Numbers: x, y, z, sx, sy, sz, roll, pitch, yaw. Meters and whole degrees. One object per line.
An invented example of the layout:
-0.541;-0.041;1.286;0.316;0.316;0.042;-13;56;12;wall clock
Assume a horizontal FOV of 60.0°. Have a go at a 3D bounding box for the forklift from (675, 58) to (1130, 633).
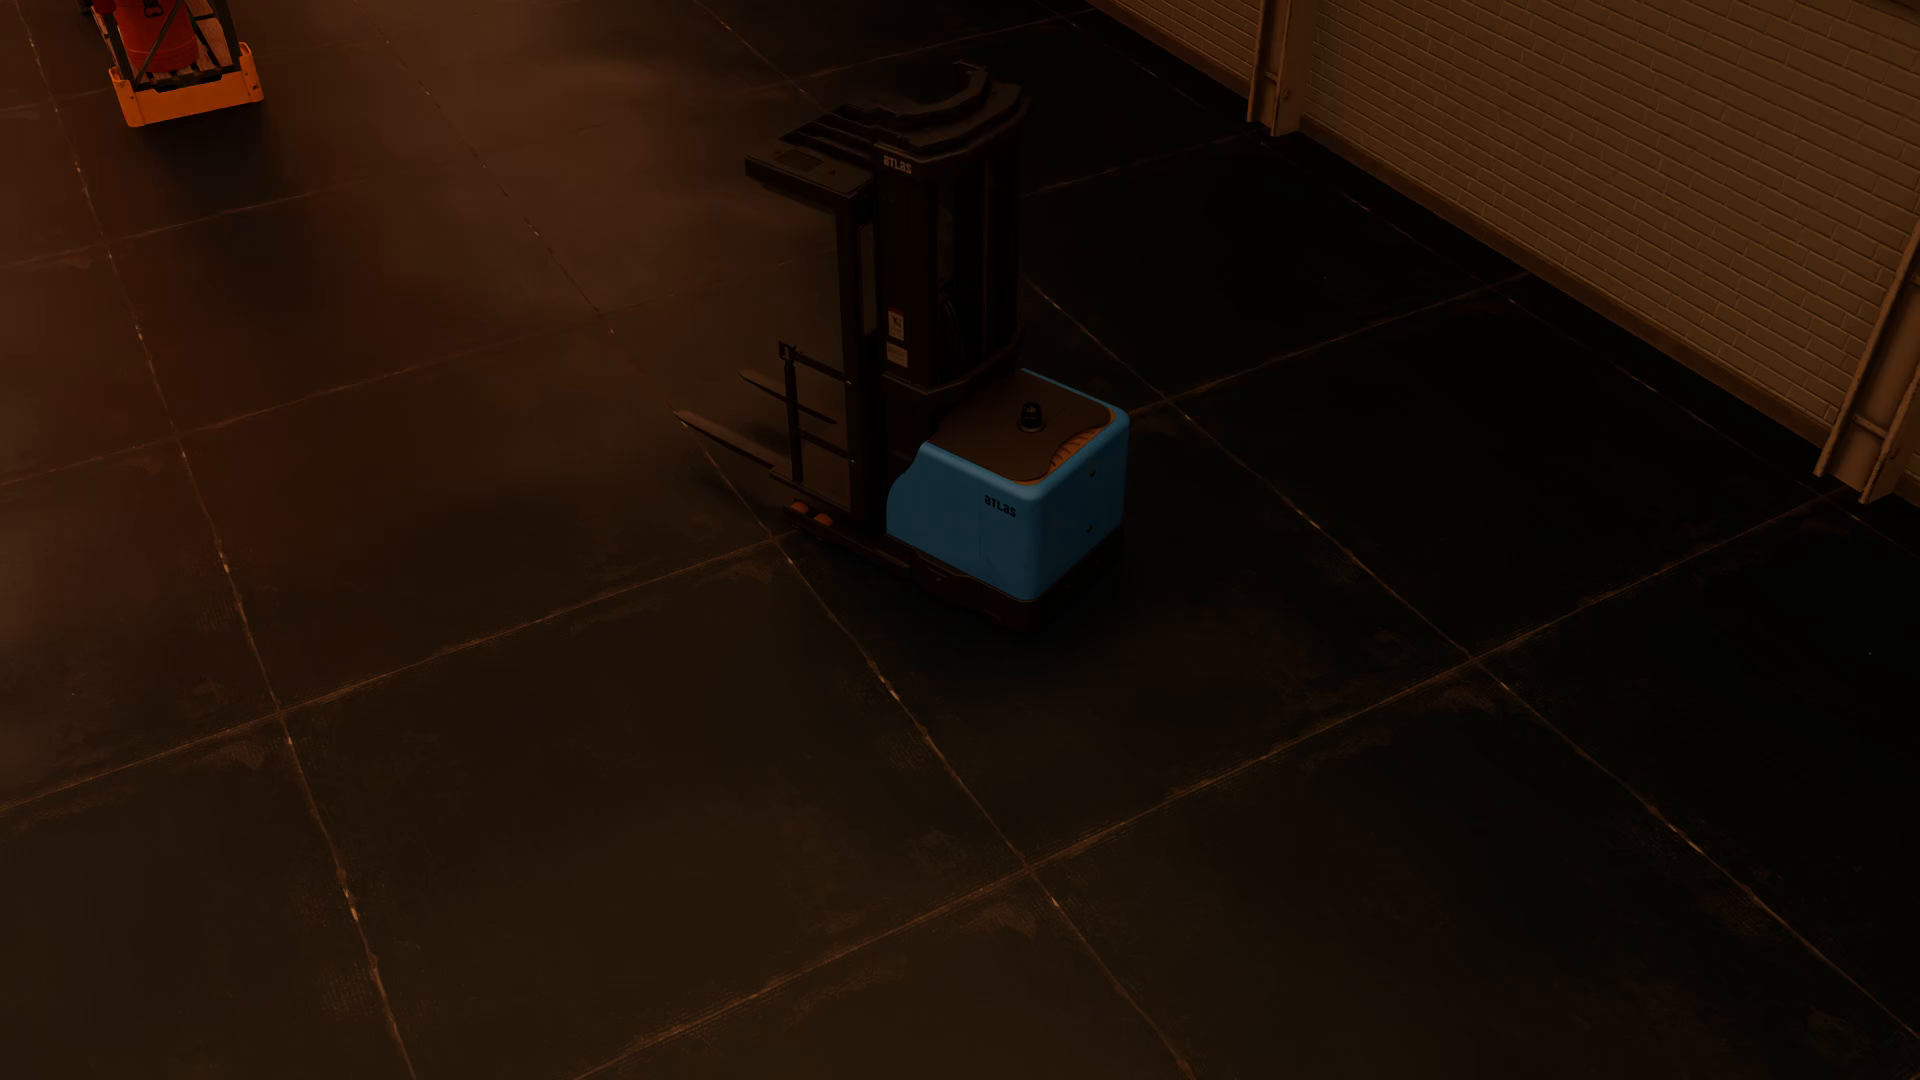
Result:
-0.481;-1.366;9.683;3.031;2.935;1.130;26;46;28;forklift
